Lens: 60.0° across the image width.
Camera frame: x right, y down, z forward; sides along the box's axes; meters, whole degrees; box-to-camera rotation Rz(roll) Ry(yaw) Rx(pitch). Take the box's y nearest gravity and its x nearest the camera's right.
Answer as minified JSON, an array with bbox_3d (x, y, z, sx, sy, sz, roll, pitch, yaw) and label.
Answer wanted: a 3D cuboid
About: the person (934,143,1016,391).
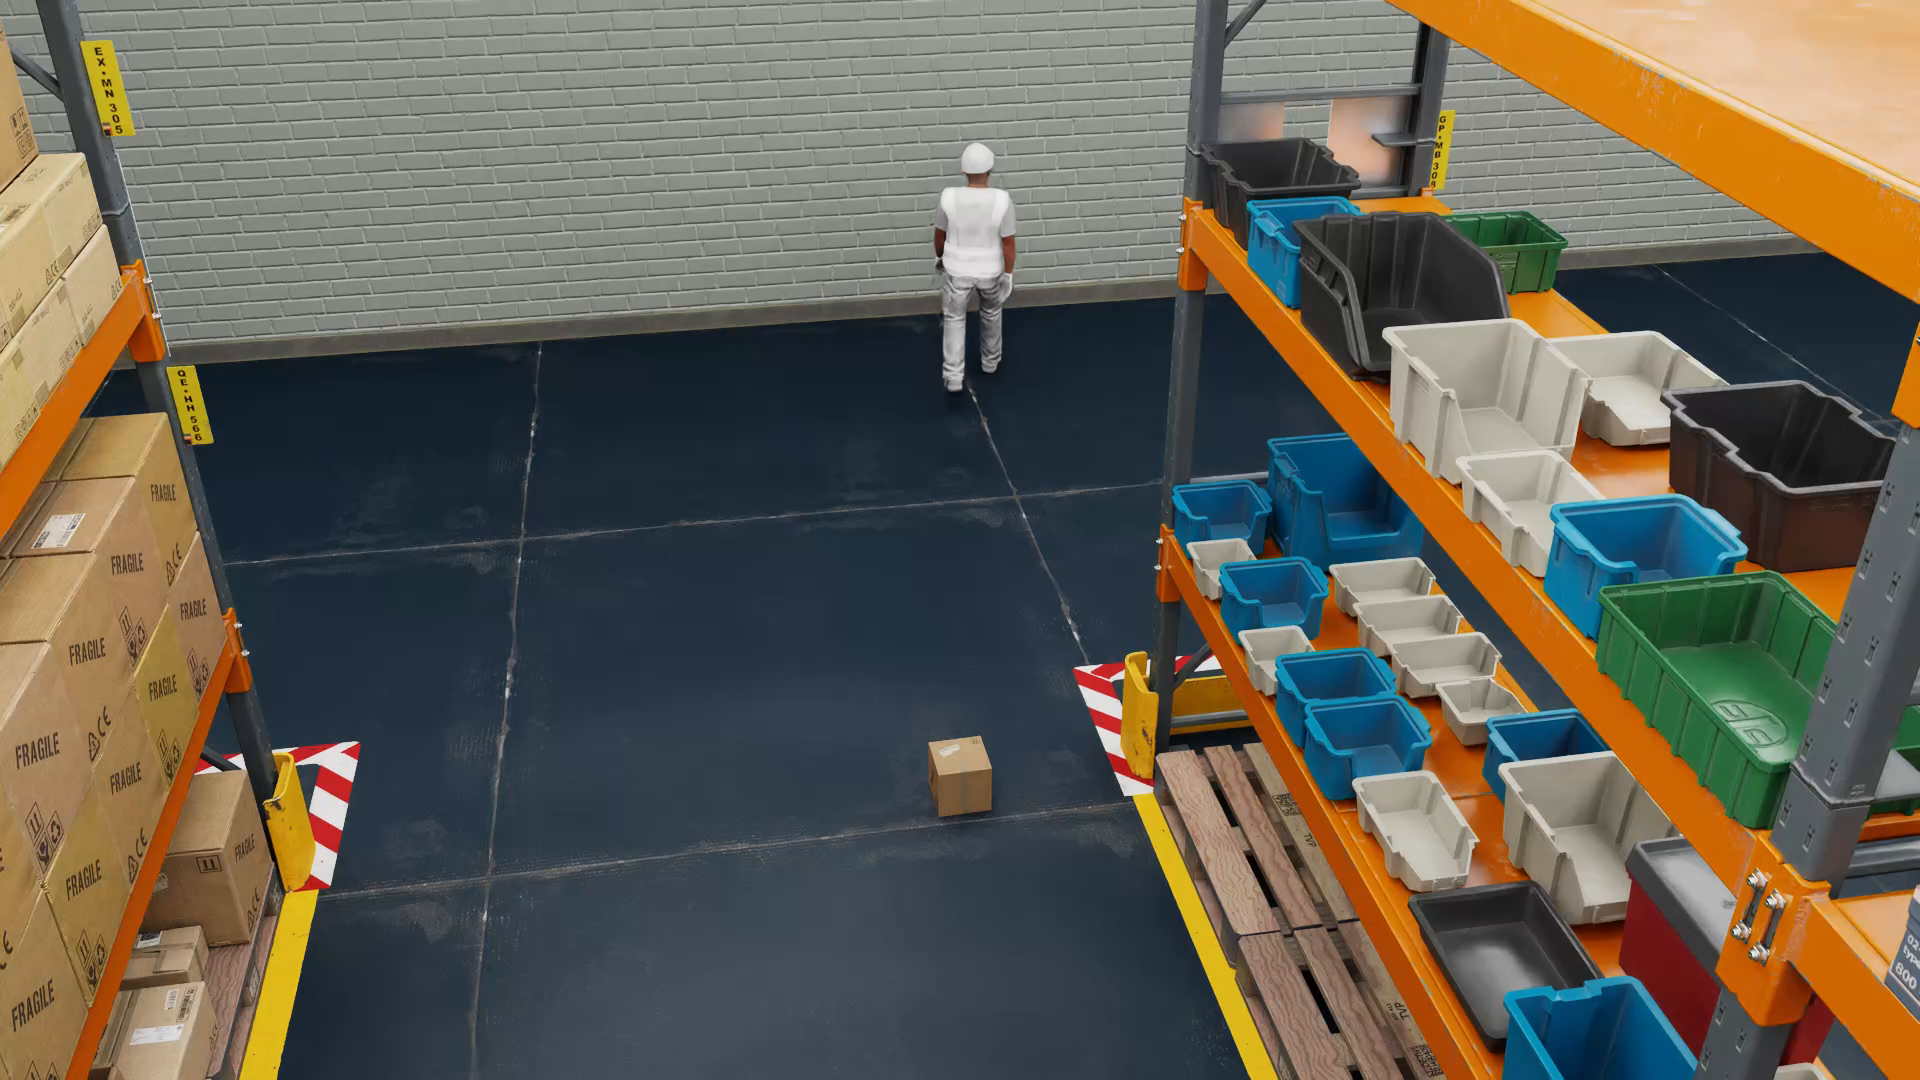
[{"bbox_3d":[0.097,-1.870,11.305,0.552,1.756,0.910,0,30,0],"label":"person"}]
